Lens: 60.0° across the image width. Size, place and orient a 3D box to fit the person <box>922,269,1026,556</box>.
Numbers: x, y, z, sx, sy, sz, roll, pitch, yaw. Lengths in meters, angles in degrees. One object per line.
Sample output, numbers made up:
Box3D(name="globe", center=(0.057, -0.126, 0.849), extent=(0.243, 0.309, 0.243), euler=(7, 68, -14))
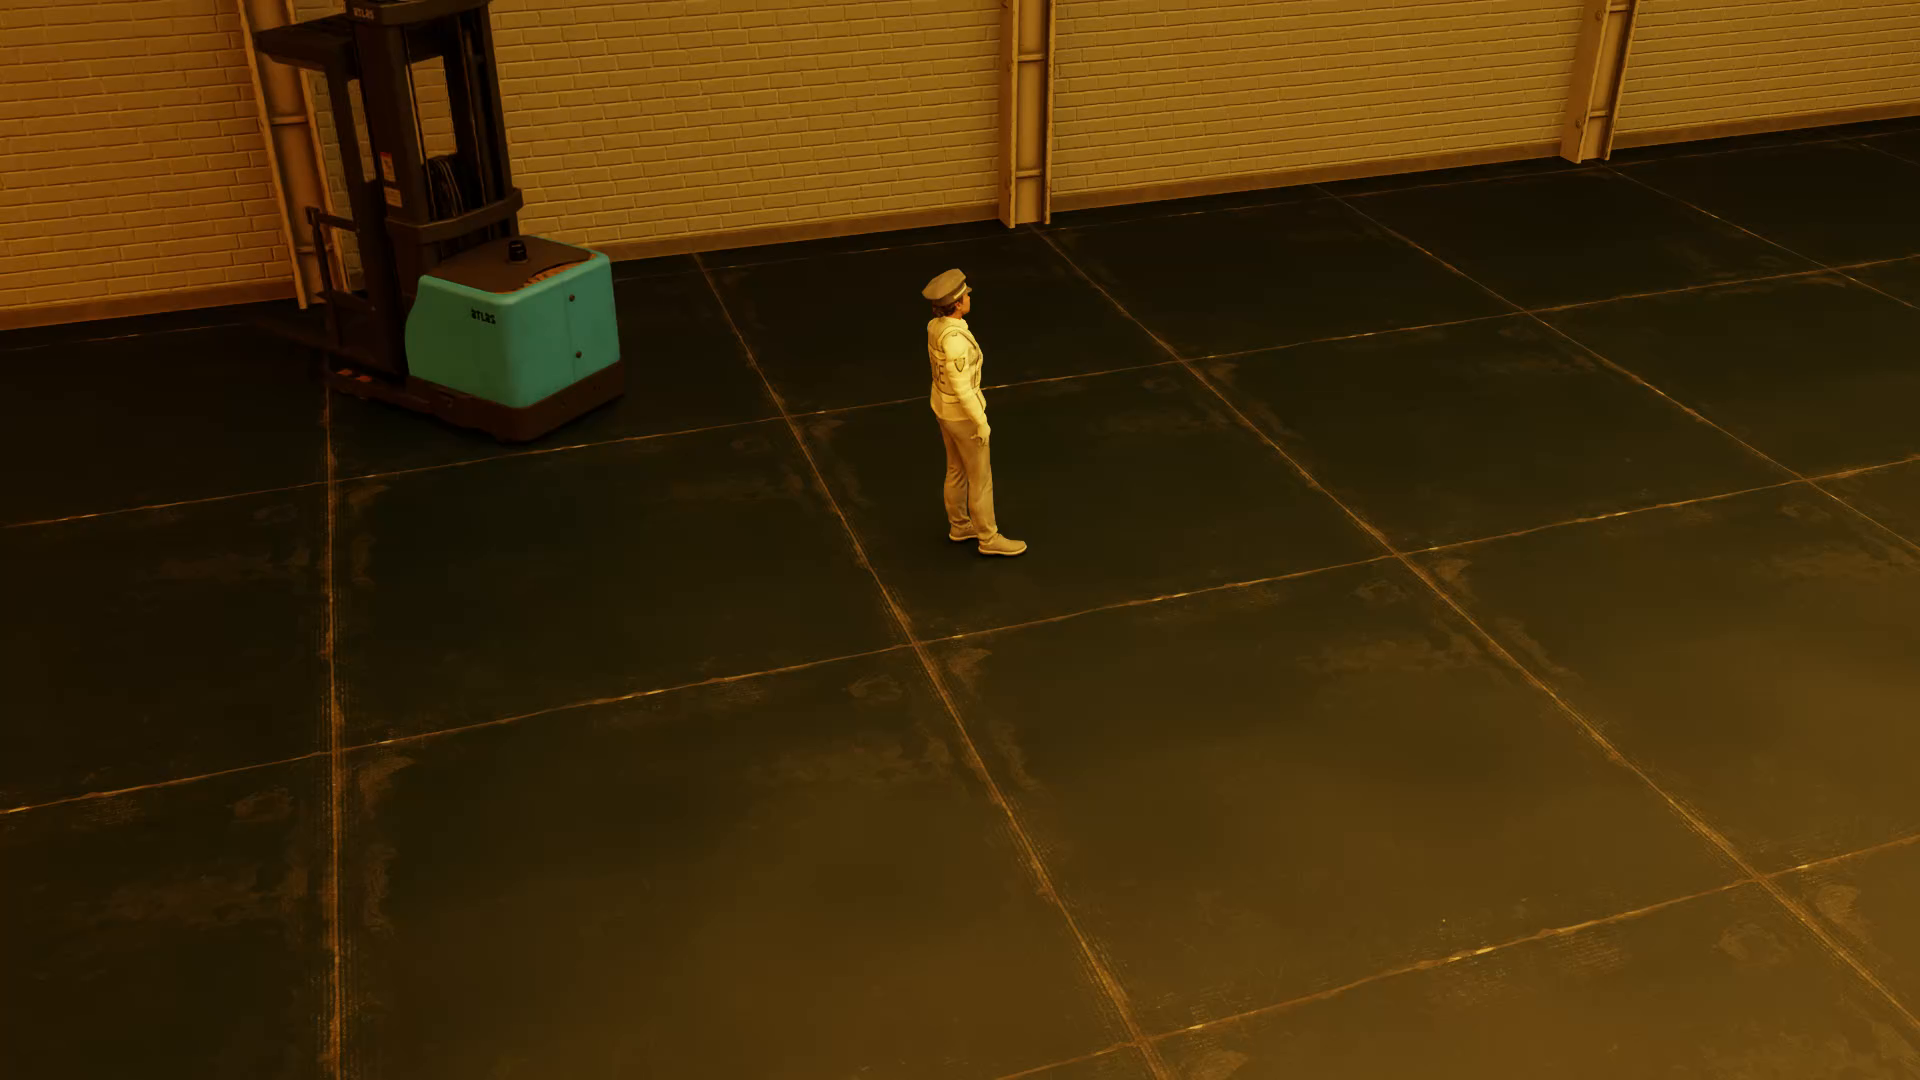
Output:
Box3D(name="person", center=(0.067, -0.748, 9.613), extent=(0.531, 1.695, 0.588), euler=(-10, 31, -16))

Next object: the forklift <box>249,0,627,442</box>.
Box3D(name="forklift", center=(-3.870, -2.466, 11.374), extent=(3.031, 2.935, 1.130), euler=(18, 34, 28))
